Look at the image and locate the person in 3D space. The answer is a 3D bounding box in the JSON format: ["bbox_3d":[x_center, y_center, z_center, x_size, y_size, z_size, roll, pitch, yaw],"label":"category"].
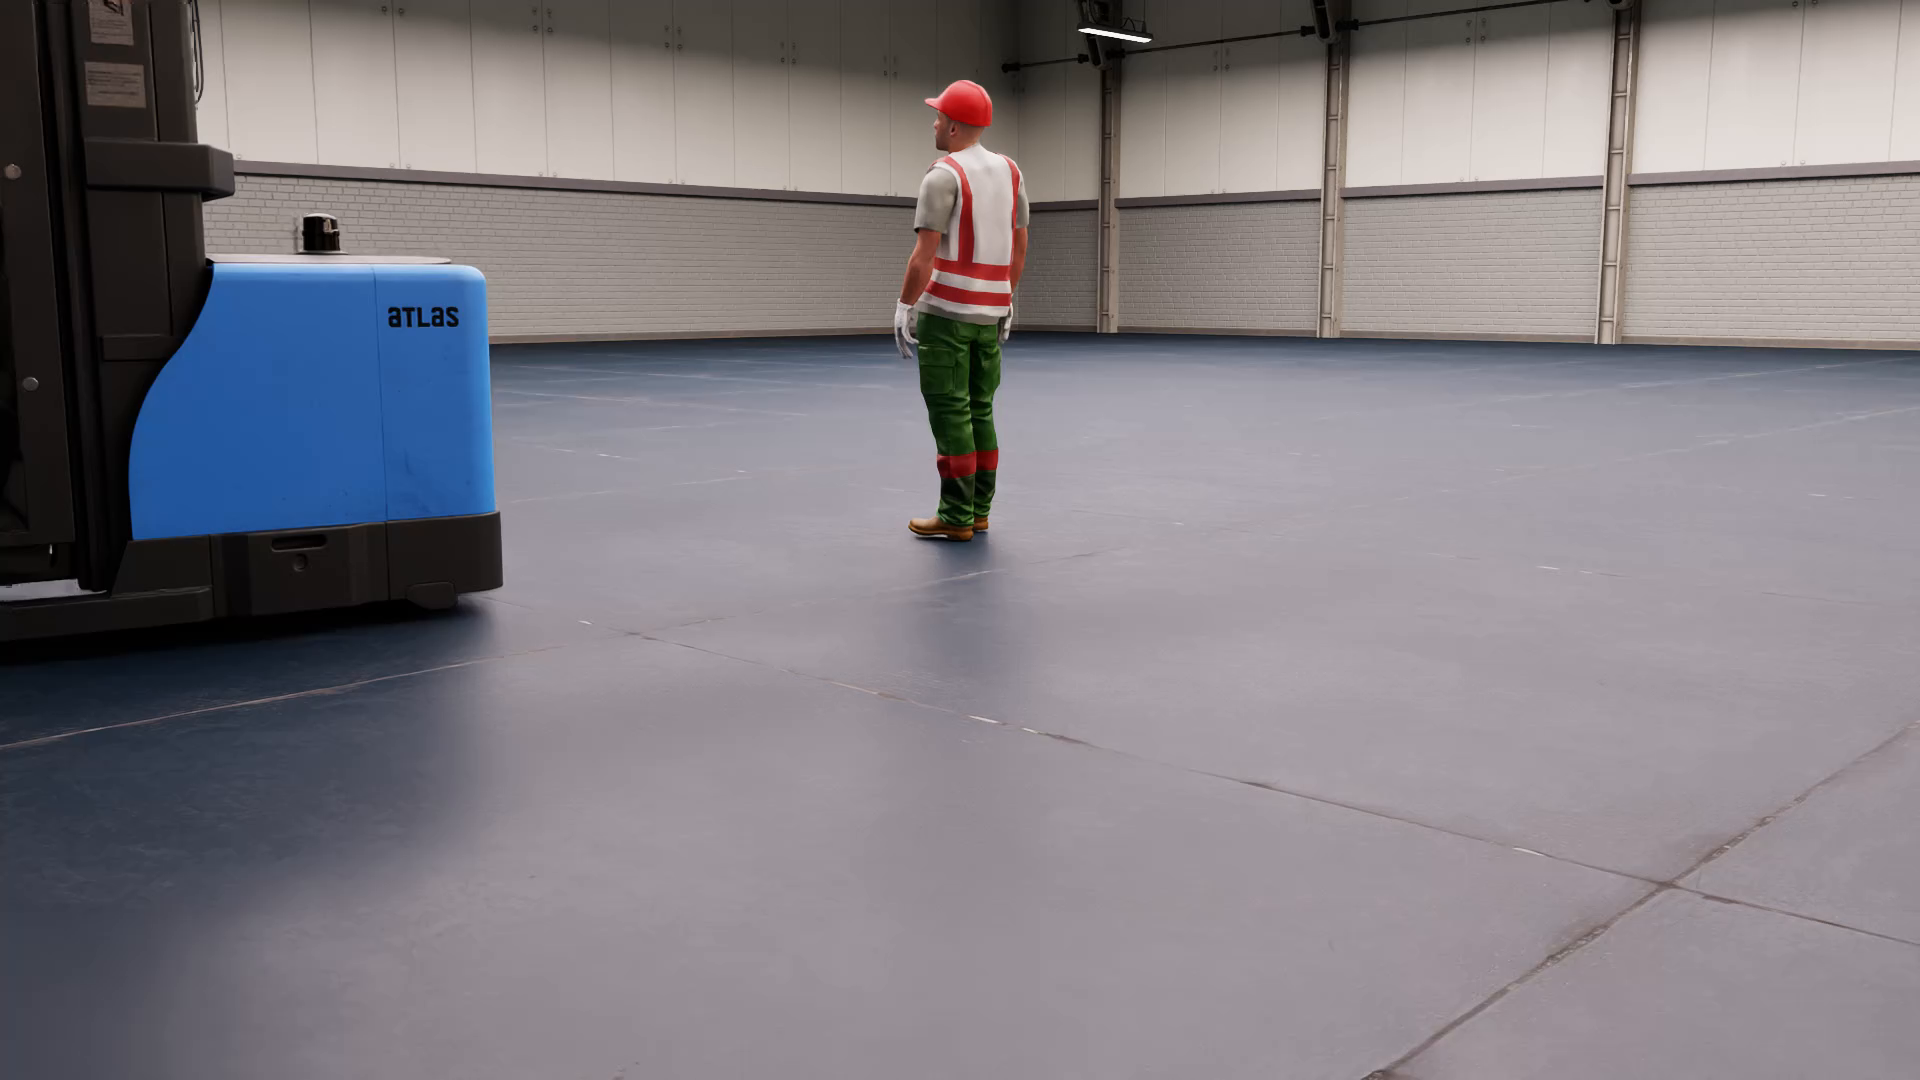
[{"bbox_3d":[-0.051,-0.901,6.646,0.562,1.789,0.638,8,12,43],"label":"person"}]

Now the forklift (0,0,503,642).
[{"bbox_3d":[-2.957,-1.166,4.619,3.031,2.935,1.130,-6,10,-33],"label":"forklift"}]
